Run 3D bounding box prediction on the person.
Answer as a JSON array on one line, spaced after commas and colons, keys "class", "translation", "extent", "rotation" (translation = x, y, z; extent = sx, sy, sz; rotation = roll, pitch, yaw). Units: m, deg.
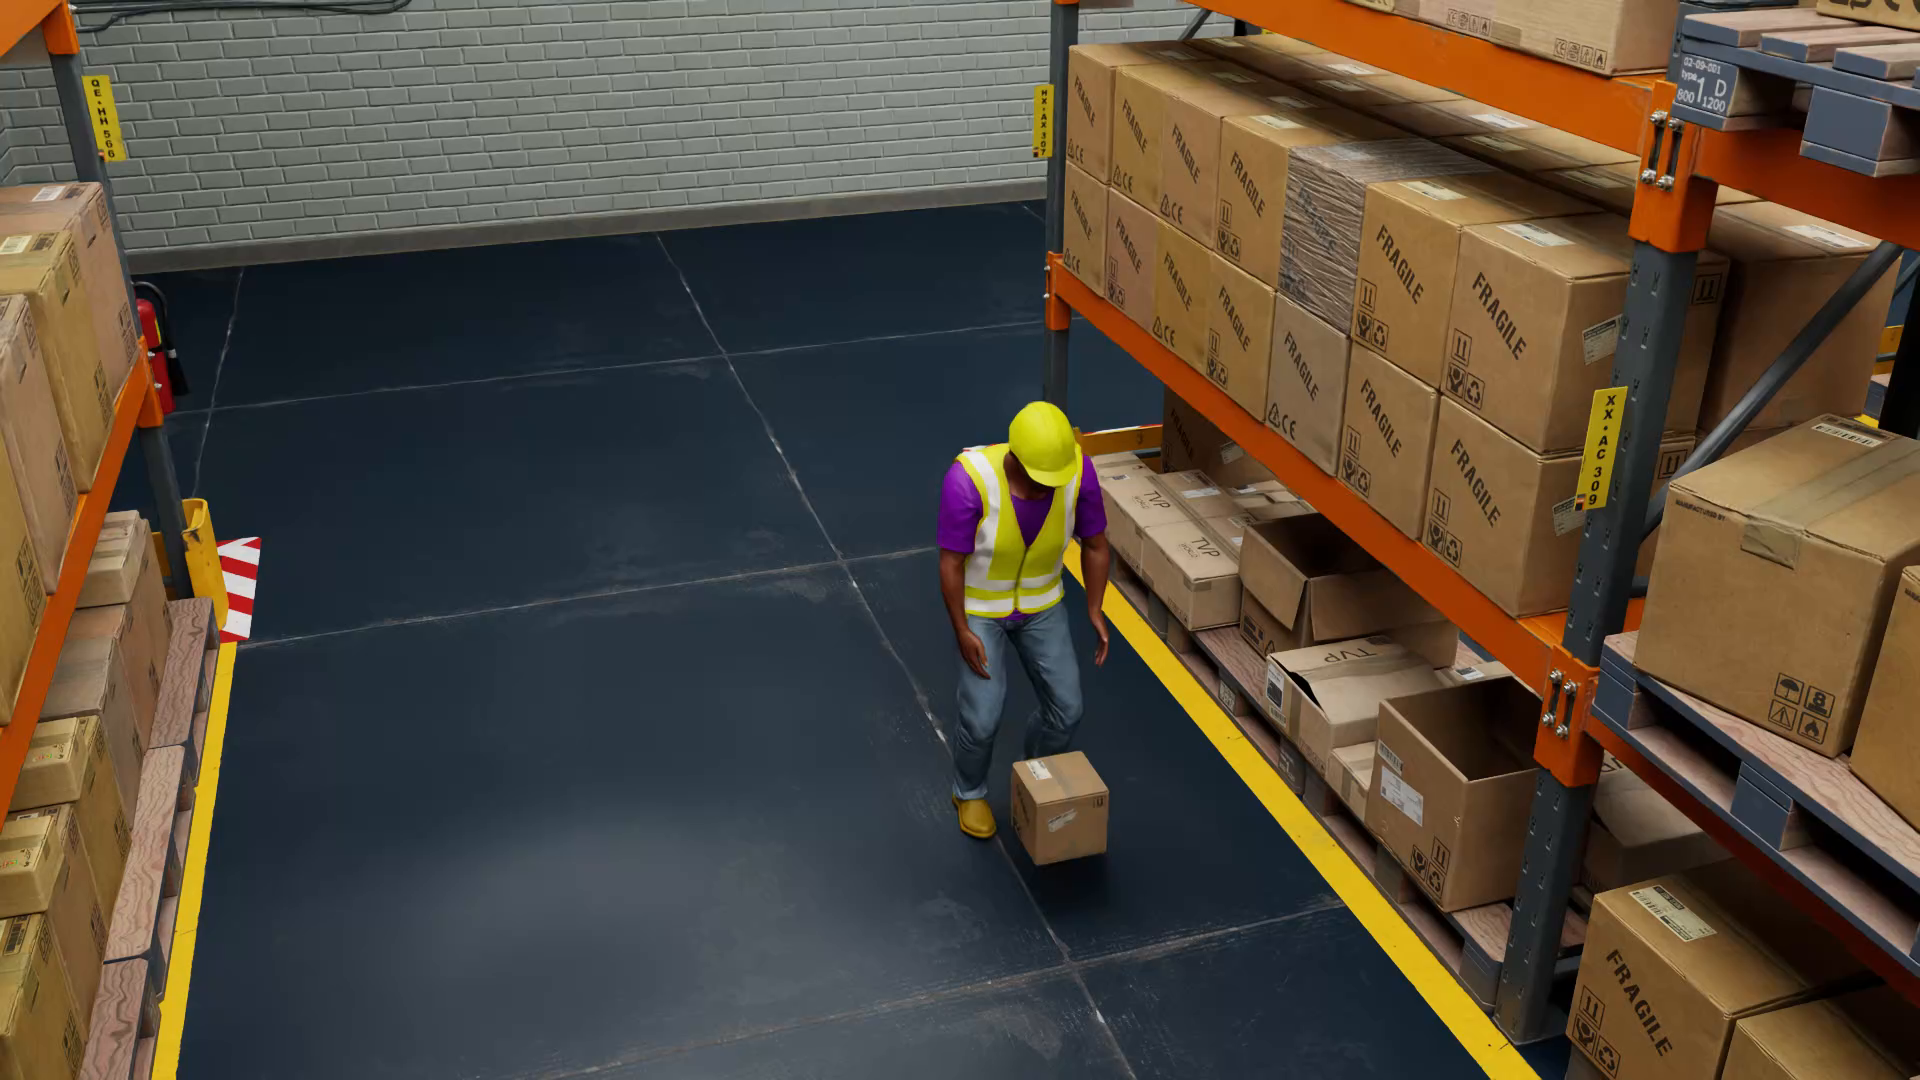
[{"class": "person", "translation": [0.215, 0.252, 5.706], "extent": [0.610, 1.651, 0.554], "rotation": [-8, 27, -15]}]
